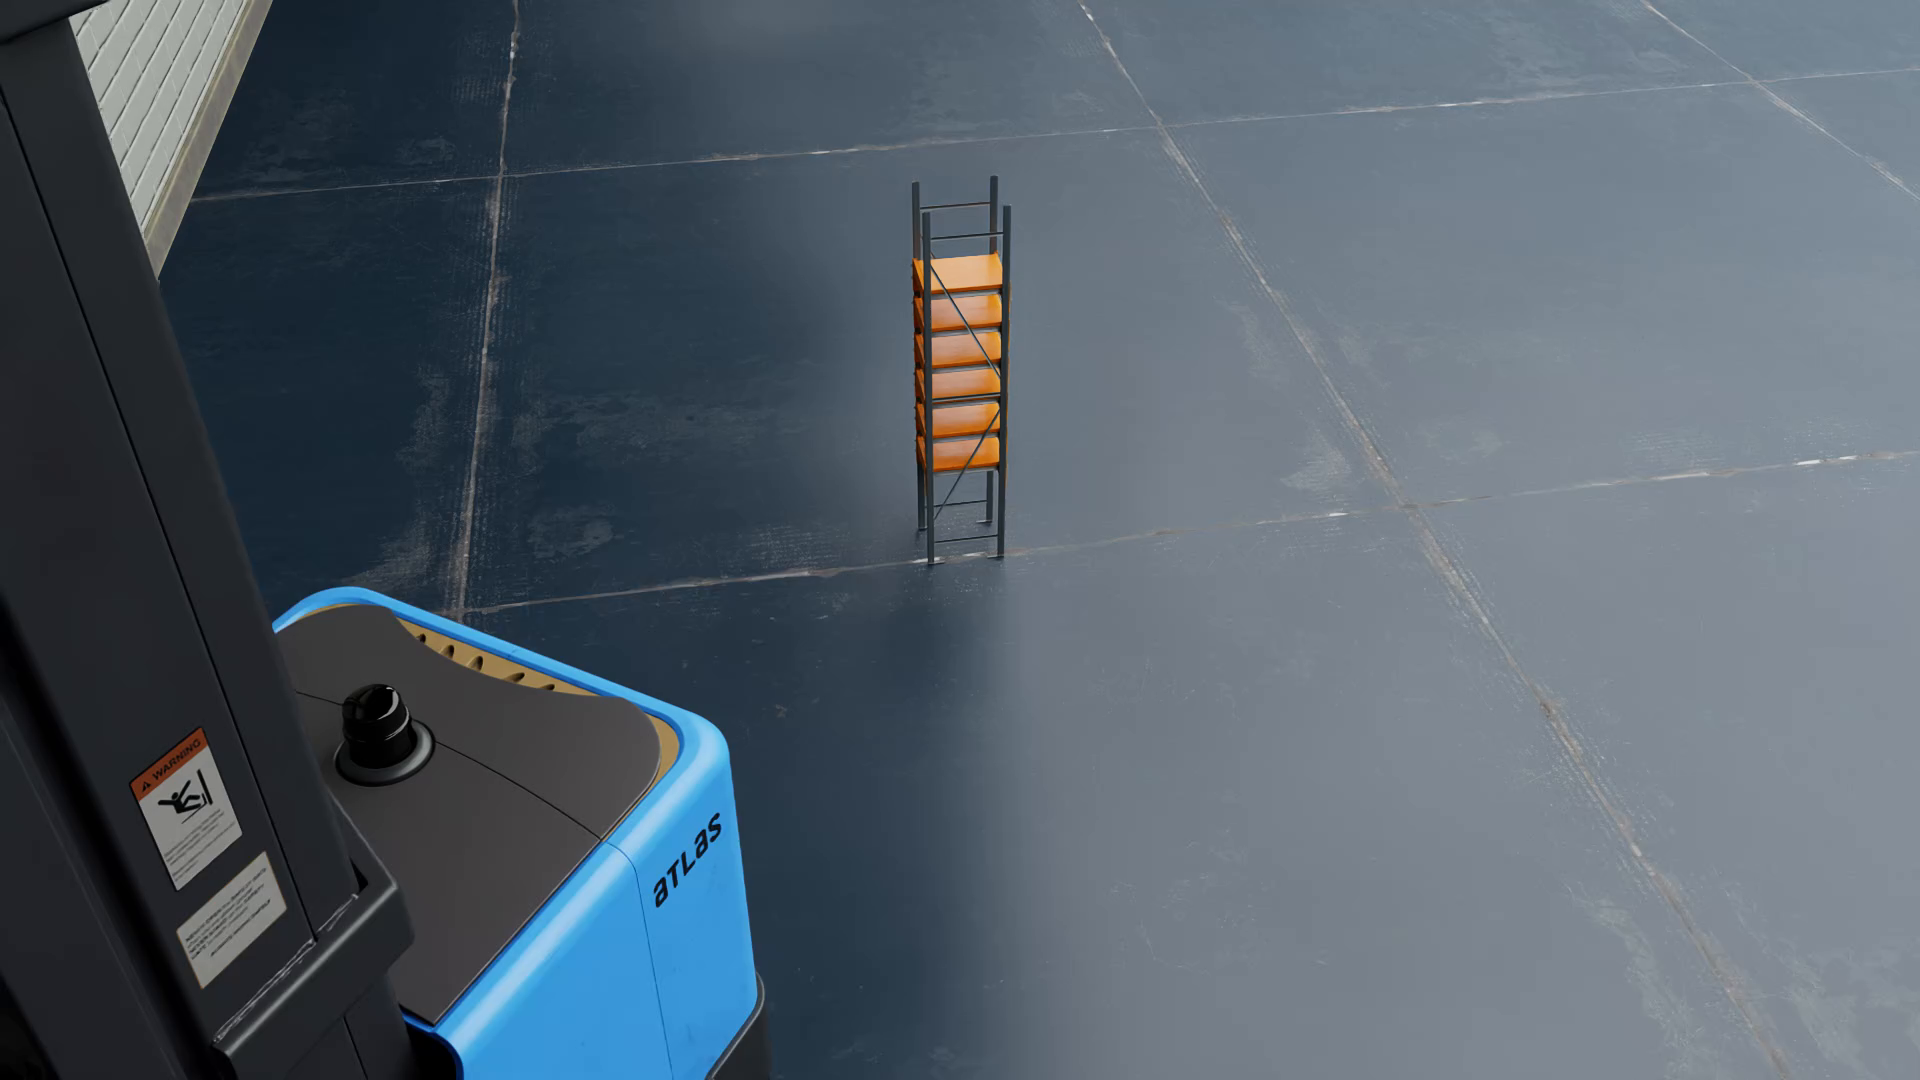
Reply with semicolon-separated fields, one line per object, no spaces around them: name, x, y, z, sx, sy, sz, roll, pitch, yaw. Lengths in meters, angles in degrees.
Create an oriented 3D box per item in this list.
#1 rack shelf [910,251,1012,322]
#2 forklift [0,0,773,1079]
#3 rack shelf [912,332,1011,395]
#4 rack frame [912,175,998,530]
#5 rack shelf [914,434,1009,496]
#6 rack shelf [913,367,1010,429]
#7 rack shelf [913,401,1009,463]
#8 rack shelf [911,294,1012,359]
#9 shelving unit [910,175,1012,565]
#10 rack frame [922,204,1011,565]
rack shelf;0.003;-0.714;4.677;0.258;0.103;0.180;-6;38;-8
forklift;-1.532;0.703;1.957;1.130;2.935;3.031;17;41;21
rack shelf;0.003;-0.525;4.824;0.258;0.103;0.180;-6;38;-8
rack frame;-0.013;-0.520;4.942;0.240;1.200;0.006;-6;38;-8
rack shelf;0.003;-0.240;5.045;0.258;0.103;0.180;-6;38;-8
rack shelf;0.003;-0.430;4.898;0.258;0.103;0.180;-6;38;-8
rack shelf;0.003;-0.335;4.972;0.258;0.103;0.180;-6;38;-8
rack shelf;0.003;-0.620;4.751;0.258;0.103;0.180;-6;38;-8
shelving unit;0.003;-0.465;4.871;0.258;1.200;0.189;-6;38;-8
rack frame;0.019;-0.410;4.800;0.240;1.200;0.006;-6;38;-8
